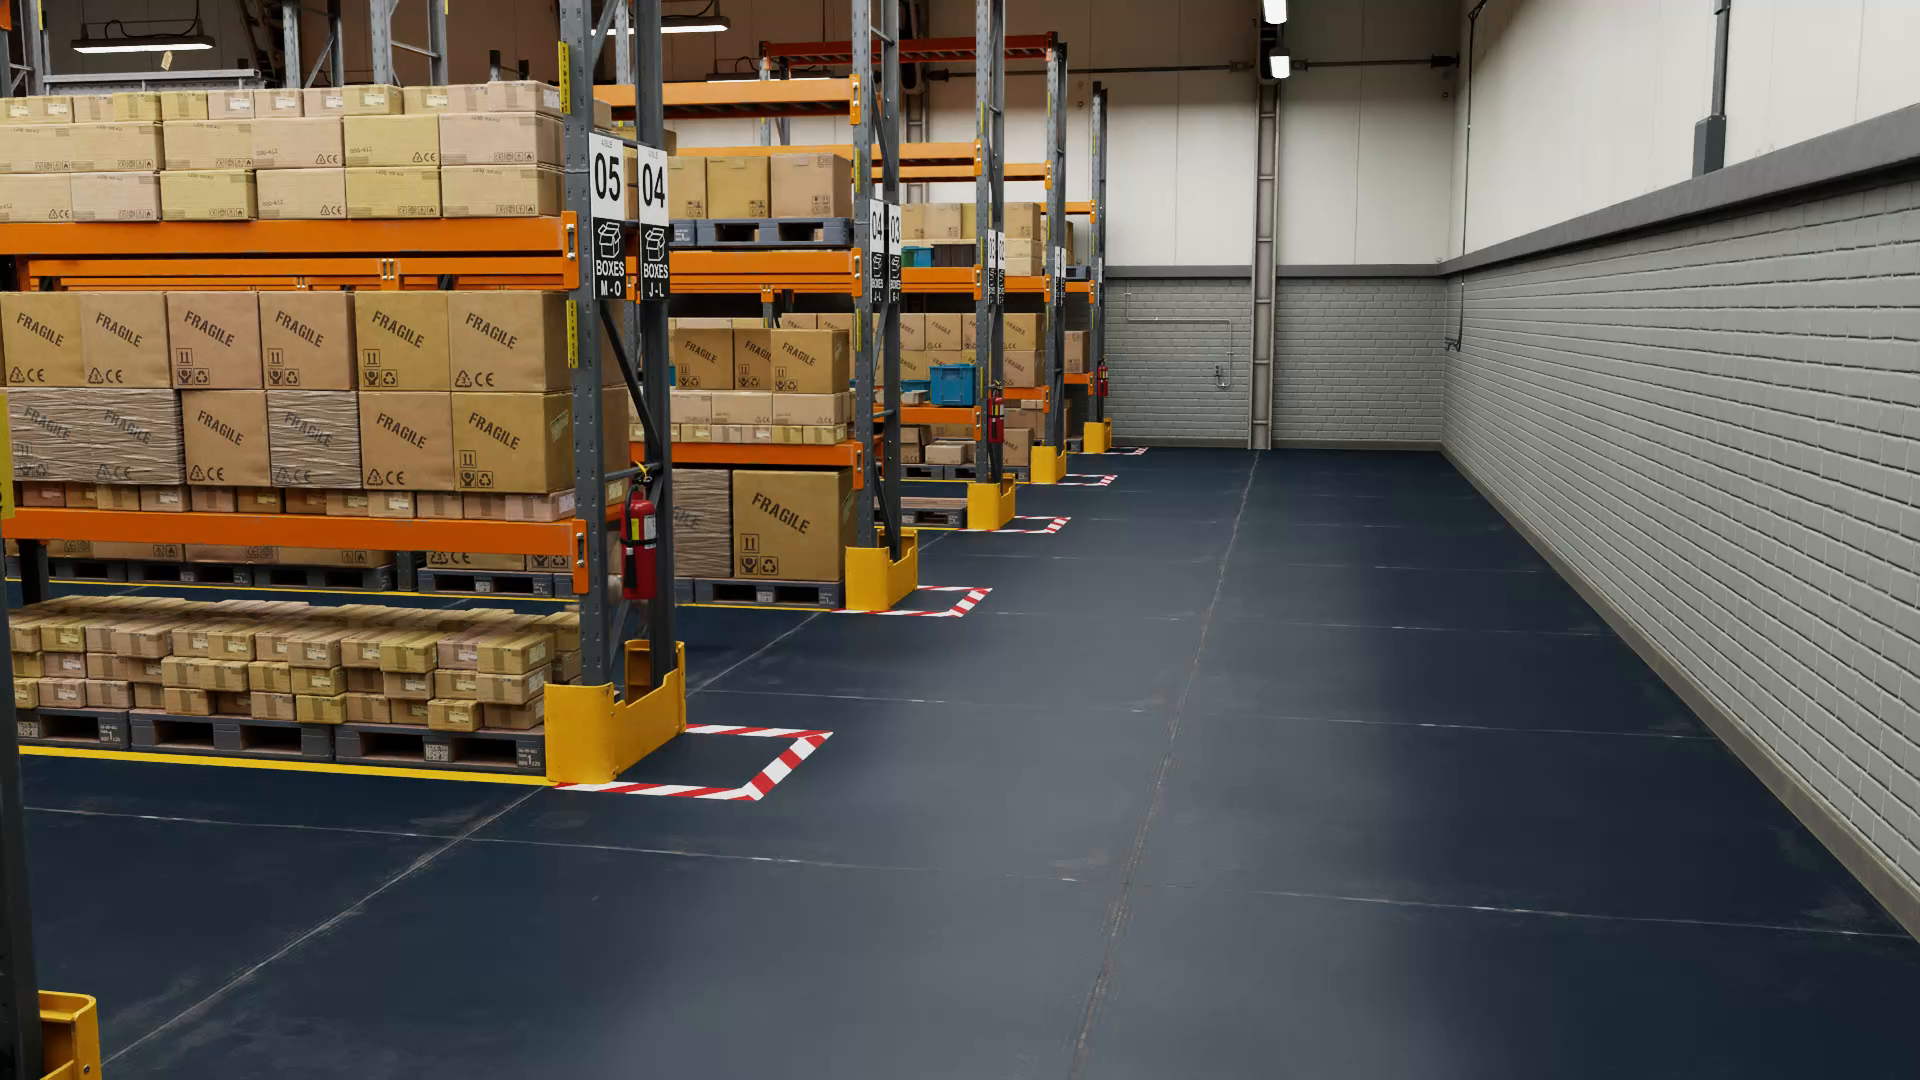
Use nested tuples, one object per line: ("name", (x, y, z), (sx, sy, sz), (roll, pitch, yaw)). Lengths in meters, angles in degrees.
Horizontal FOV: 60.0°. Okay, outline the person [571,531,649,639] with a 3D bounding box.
("person", (-2.471, -0.113, 11.565), (0.781, 1.695, 0.557), (0, 8, -2))
